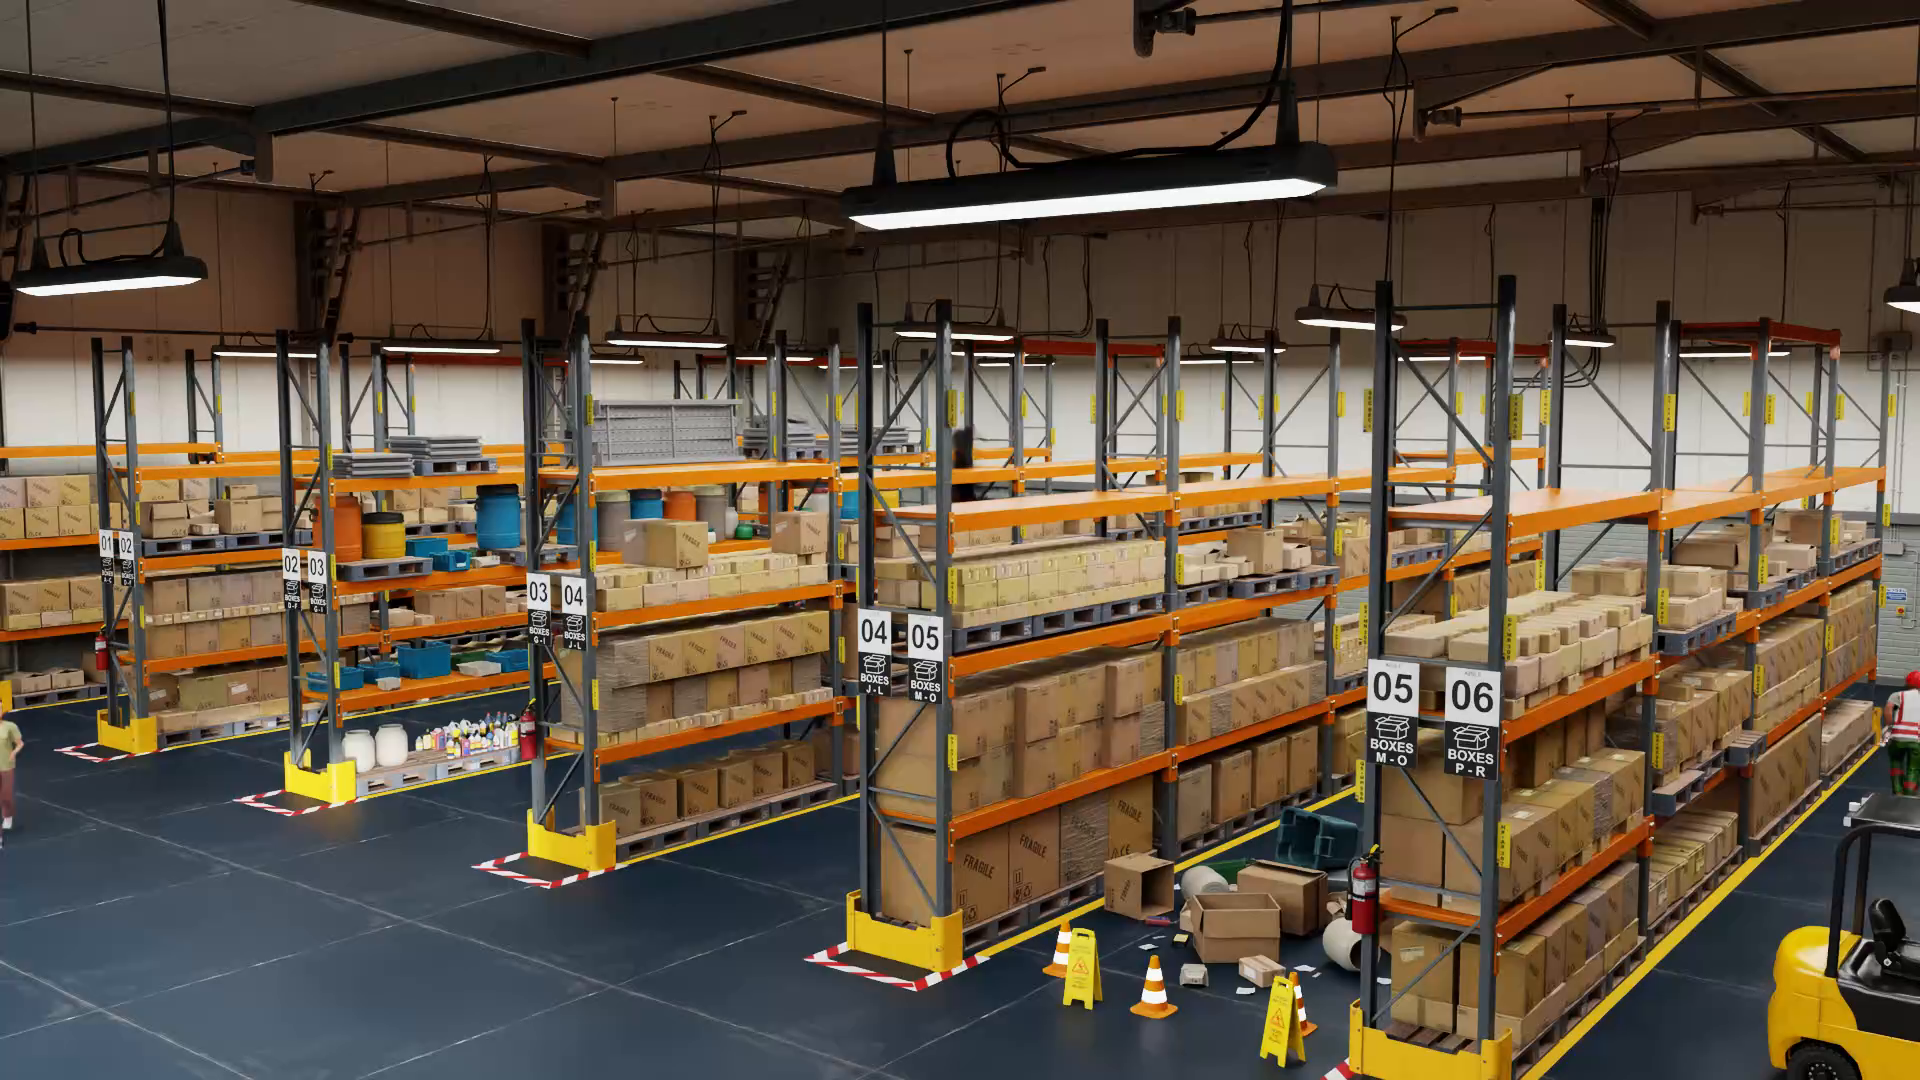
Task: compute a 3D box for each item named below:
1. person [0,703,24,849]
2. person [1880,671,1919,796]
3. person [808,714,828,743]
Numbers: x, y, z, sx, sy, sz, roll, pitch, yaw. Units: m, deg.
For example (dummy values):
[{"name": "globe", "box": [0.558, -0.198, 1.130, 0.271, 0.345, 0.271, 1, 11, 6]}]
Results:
[{"name": "person", "box": [-11.141, 2.662, 19.255, 0.551, 1.666, 0.951, -3, 6, -28]}, {"name": "person", "box": [11.851, 2.491, 20.765, 0.613, 1.698, 0.919, 3, 6, 33]}, {"name": "person", "box": [-2.083, 2.213, 24.831, 0.585, 1.607, 0.653, 2, 5, 24]}]
